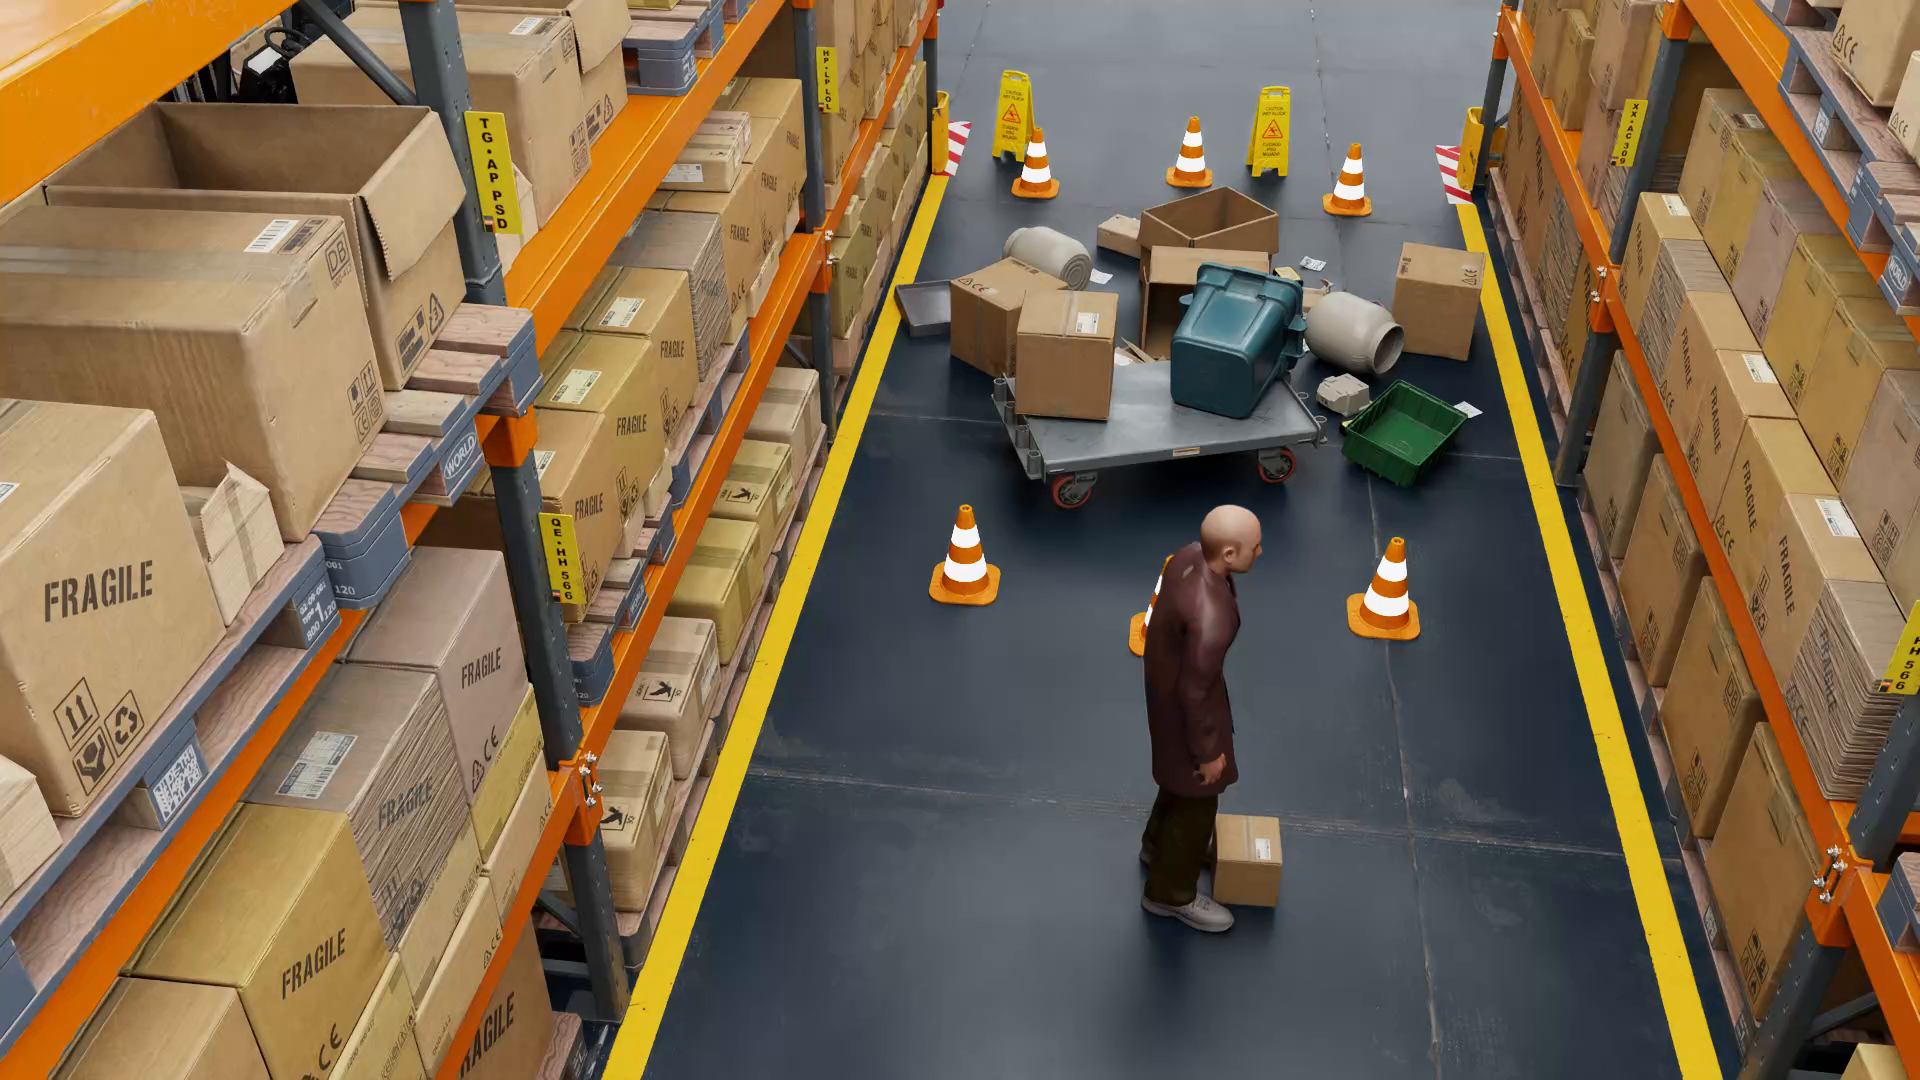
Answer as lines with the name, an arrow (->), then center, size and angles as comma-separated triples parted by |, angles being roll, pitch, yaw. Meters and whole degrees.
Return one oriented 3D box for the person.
person -> 0.883, 0.626, 6.183 | 0.428, 1.773, 0.650 | 2, 36, 3
